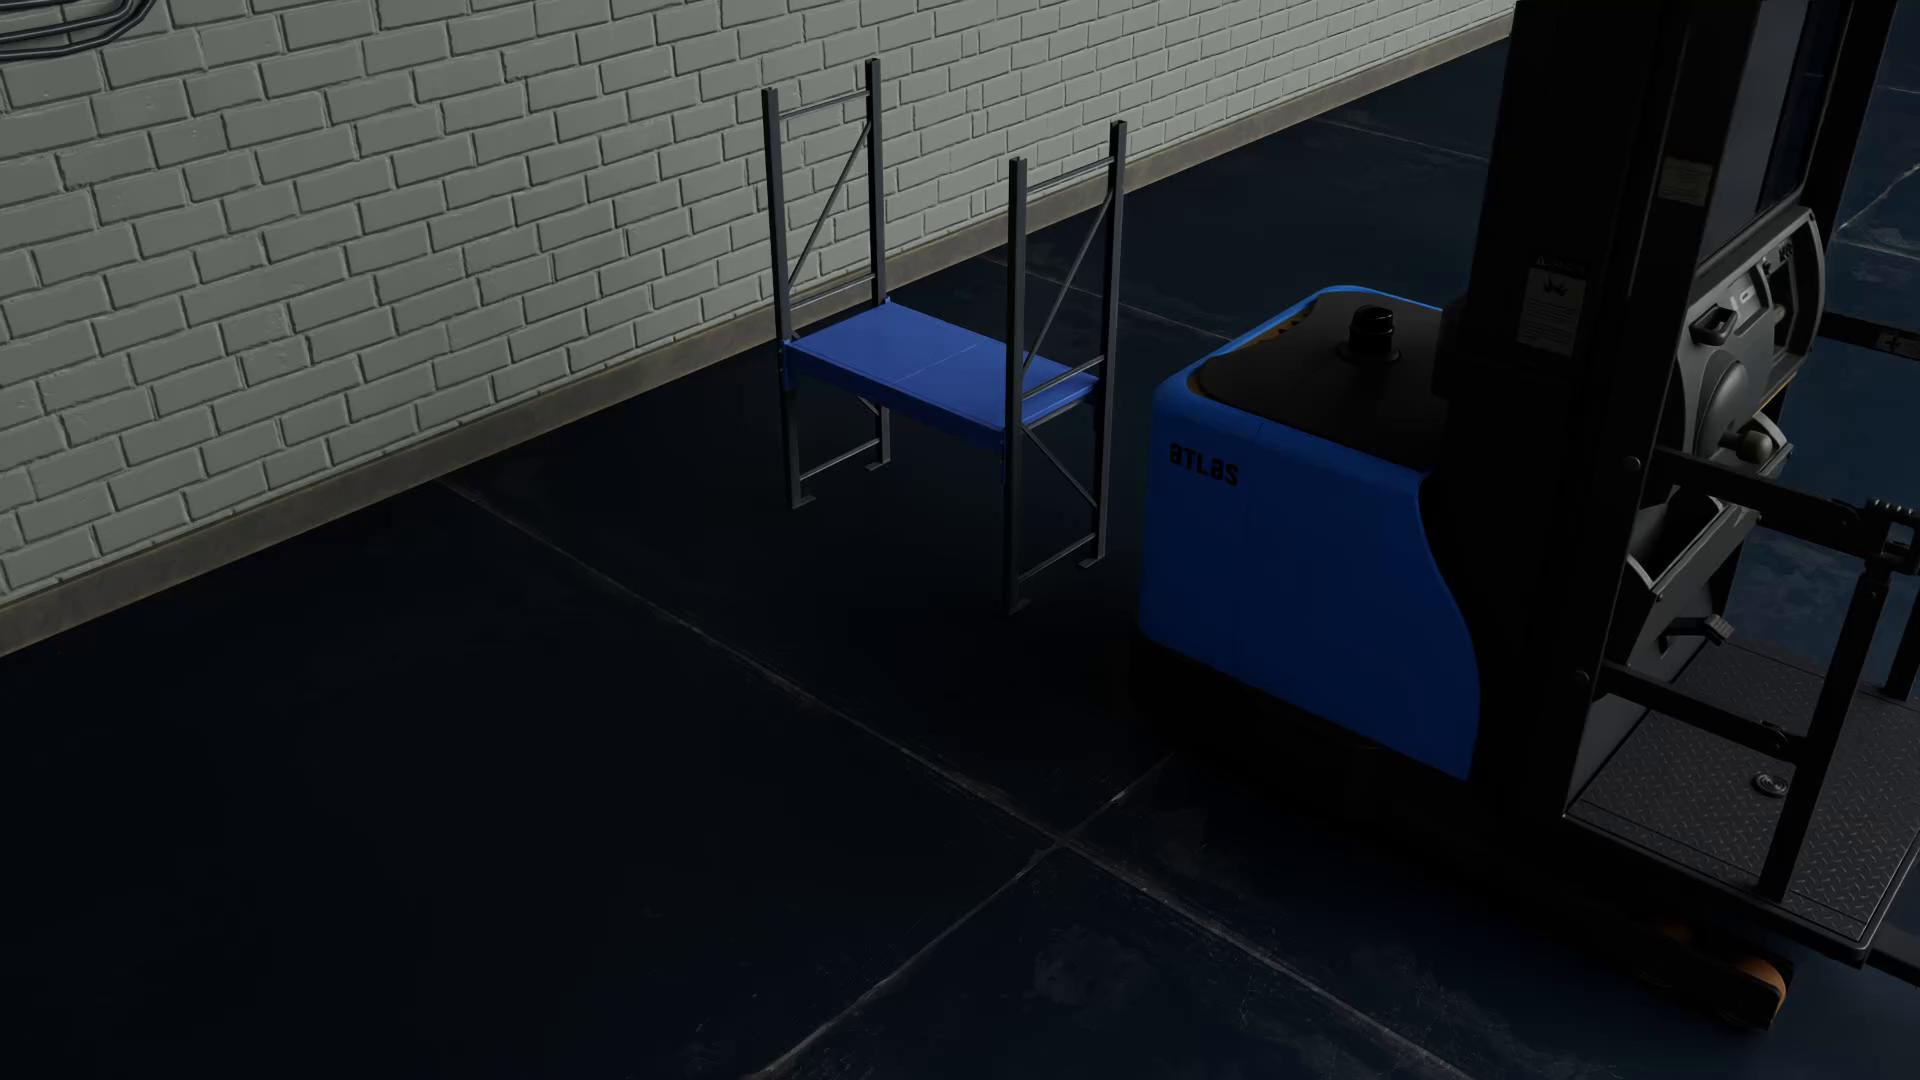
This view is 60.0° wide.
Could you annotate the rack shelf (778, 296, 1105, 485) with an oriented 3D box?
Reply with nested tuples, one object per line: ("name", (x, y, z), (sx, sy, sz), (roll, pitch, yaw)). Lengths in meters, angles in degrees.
("rack shelf", (-0.063, -0.518, 5.505), (1.000, 0.185, 0.538), (25, 39, 35))

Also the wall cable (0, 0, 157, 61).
("wall cable", (-3.252, -1.981, 3.327), (0.112, 2.526, 3.097), (25, 39, 35))

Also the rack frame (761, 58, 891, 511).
("rack frame", (-0.440, -0.848, 5.704), (0.032, 1.500, 0.500), (25, 39, 35))

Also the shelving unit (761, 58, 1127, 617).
("shelving unit", (-0.063, -0.672, 5.412), (1.048, 1.500, 0.538), (25, 39, 35))

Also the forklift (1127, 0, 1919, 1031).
("forklift", (1.937, -0.433, 3.628), (3.031, 2.935, 1.130), (24, 38, 34))

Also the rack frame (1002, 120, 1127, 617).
("rack frame", (0.314, -0.496, 5.120), (0.032, 1.500, 0.500), (25, 39, 35))
